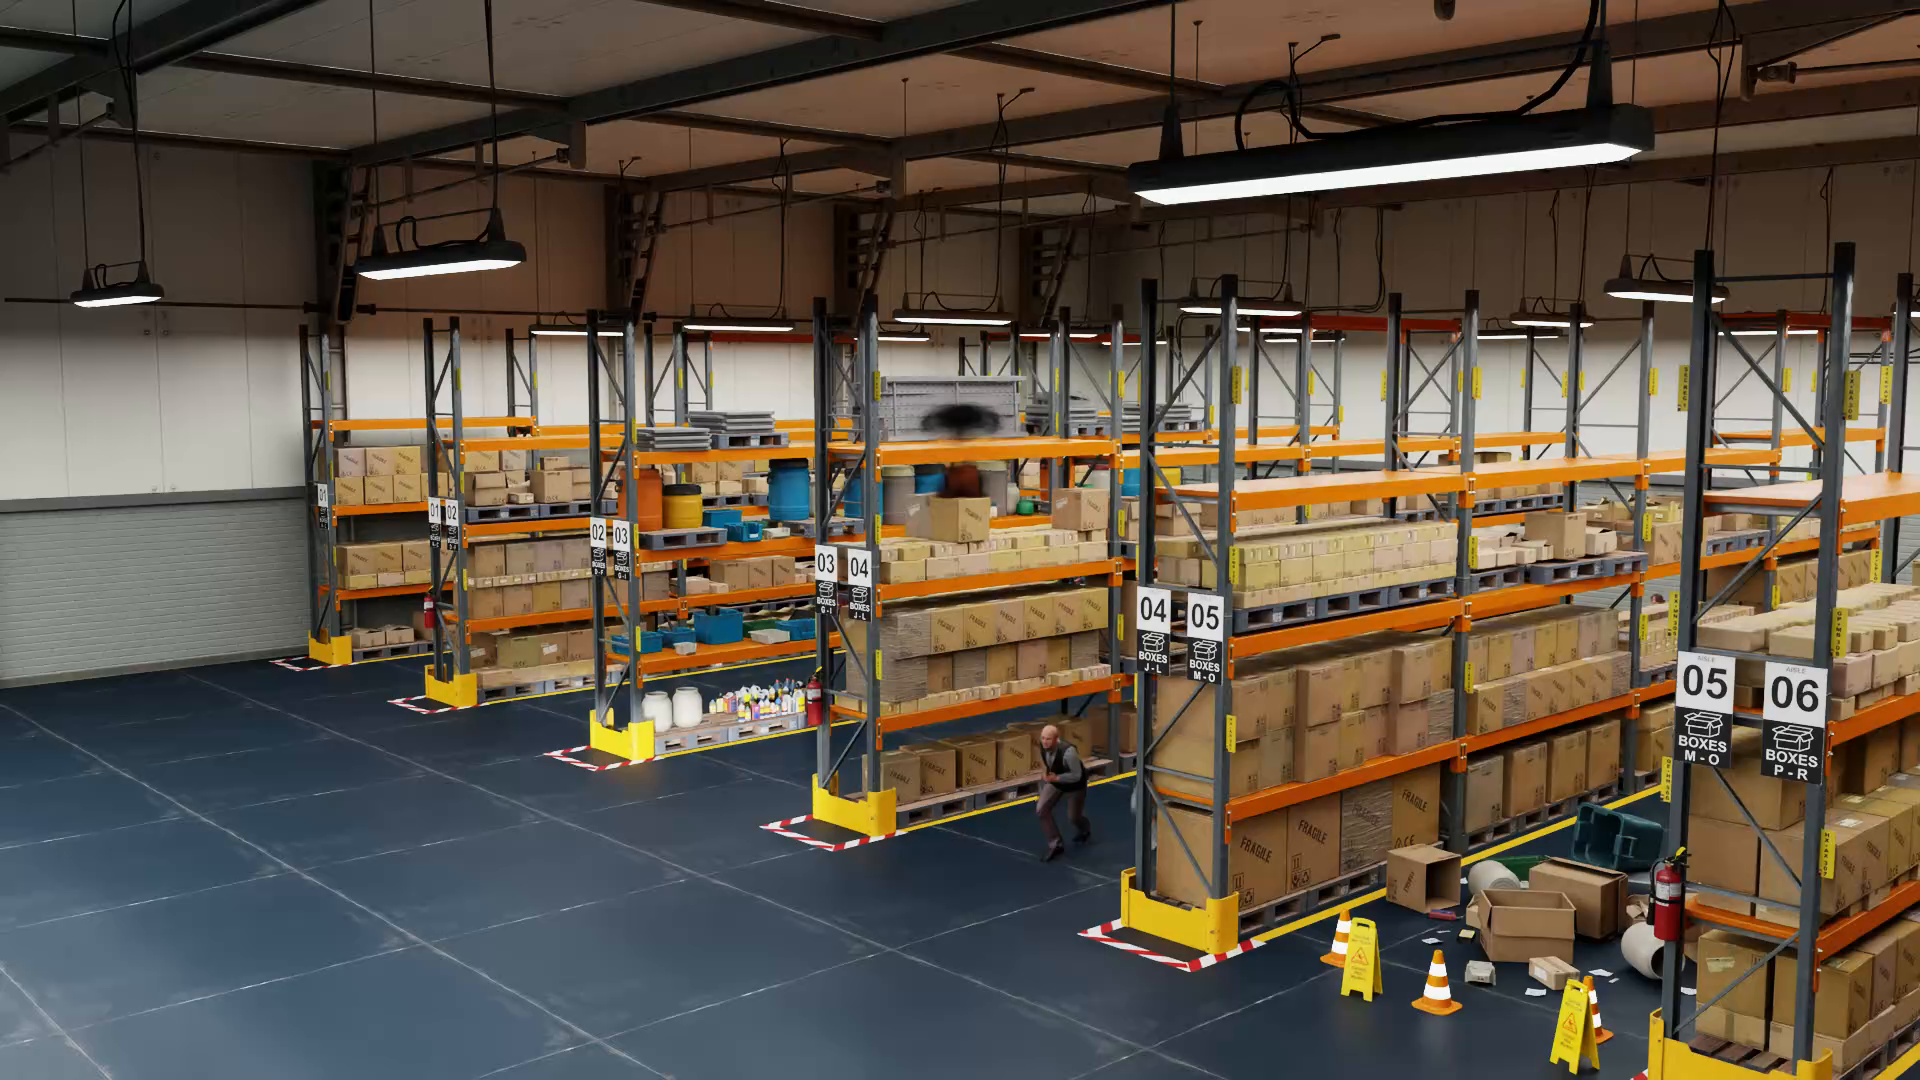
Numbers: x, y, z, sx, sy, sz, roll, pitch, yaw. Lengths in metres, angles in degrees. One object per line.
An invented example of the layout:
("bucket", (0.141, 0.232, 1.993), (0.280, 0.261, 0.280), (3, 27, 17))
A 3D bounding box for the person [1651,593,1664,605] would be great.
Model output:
("person", (11.202, 1.662, 26.774), (0.774, 1.619, 0.532), (-5, 8, -41))

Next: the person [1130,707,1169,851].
("person", (2.137, 2.557, 17.966), (0.772, 1.617, 0.608), (-6, 8, -44))

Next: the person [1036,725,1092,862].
("person", (1.154, 2.649, 17.729), (0.643, 1.520, 1.141), (4, 7, 36))
